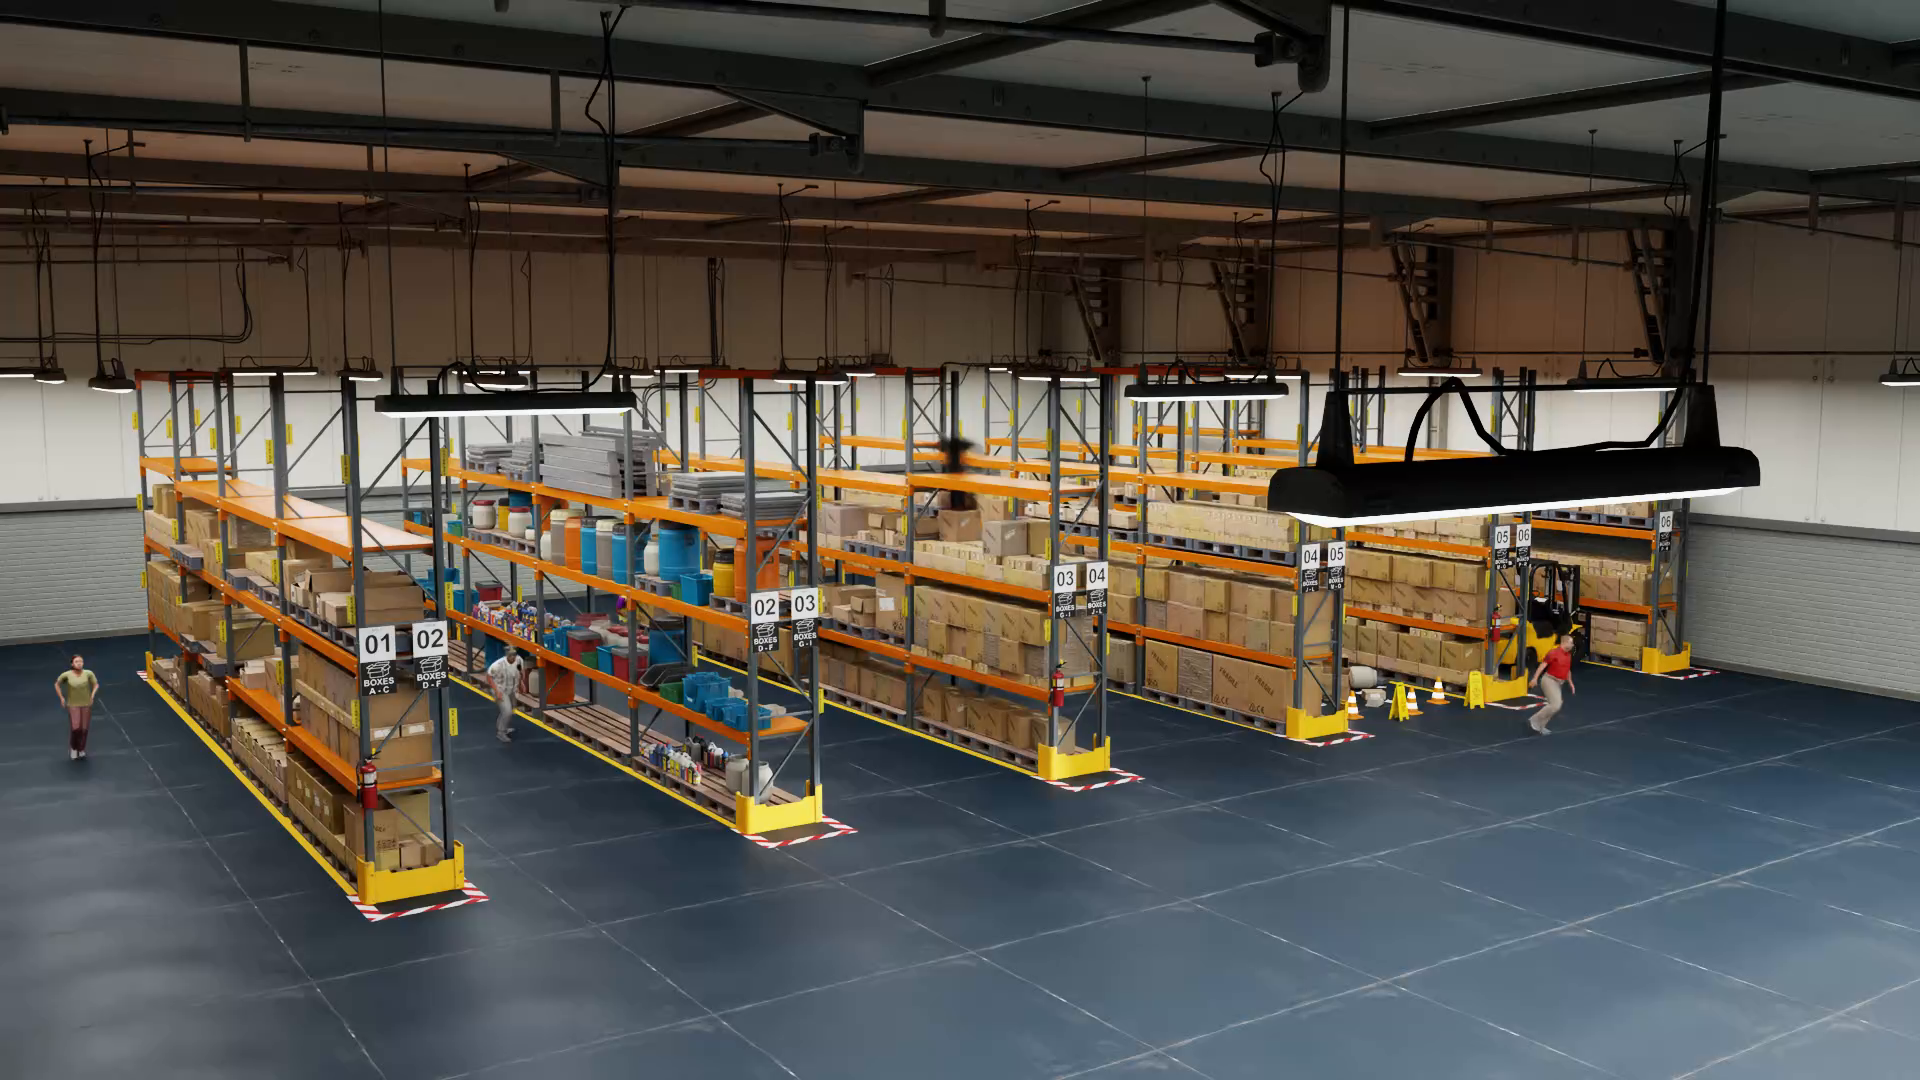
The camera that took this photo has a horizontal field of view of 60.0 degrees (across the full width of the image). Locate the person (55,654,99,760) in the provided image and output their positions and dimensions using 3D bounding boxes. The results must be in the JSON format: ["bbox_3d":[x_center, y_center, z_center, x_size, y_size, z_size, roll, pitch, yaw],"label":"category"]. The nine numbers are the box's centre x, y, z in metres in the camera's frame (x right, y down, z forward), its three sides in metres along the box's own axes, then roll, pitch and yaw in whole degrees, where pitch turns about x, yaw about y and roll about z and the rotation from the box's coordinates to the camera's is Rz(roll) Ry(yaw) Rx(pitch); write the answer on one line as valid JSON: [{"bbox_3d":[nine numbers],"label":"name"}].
[{"bbox_3d":[-13.703,2.591,25.879,0.591,1.648,0.611,-5,8,-38],"label":"person"}]

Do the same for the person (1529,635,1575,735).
[{"bbox_3d":[9.822,2.399,27.570,0.585,1.685,0.685,6,9,41],"label":"person"}]

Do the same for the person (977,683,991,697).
[{"bbox_3d":[0.527,2.124,29.700,0.675,1.722,0.654,-5,8,-35],"label":"person"}]

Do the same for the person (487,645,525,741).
[{"bbox_3d":[-7.458,2.481,27.280,0.817,1.624,0.746,4,7,29],"label":"person"}]

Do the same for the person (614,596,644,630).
[{"bbox_3d":[-6.796,1.680,33.985,0.740,1.715,1.047,-6,9,-44],"label":"person"}]
